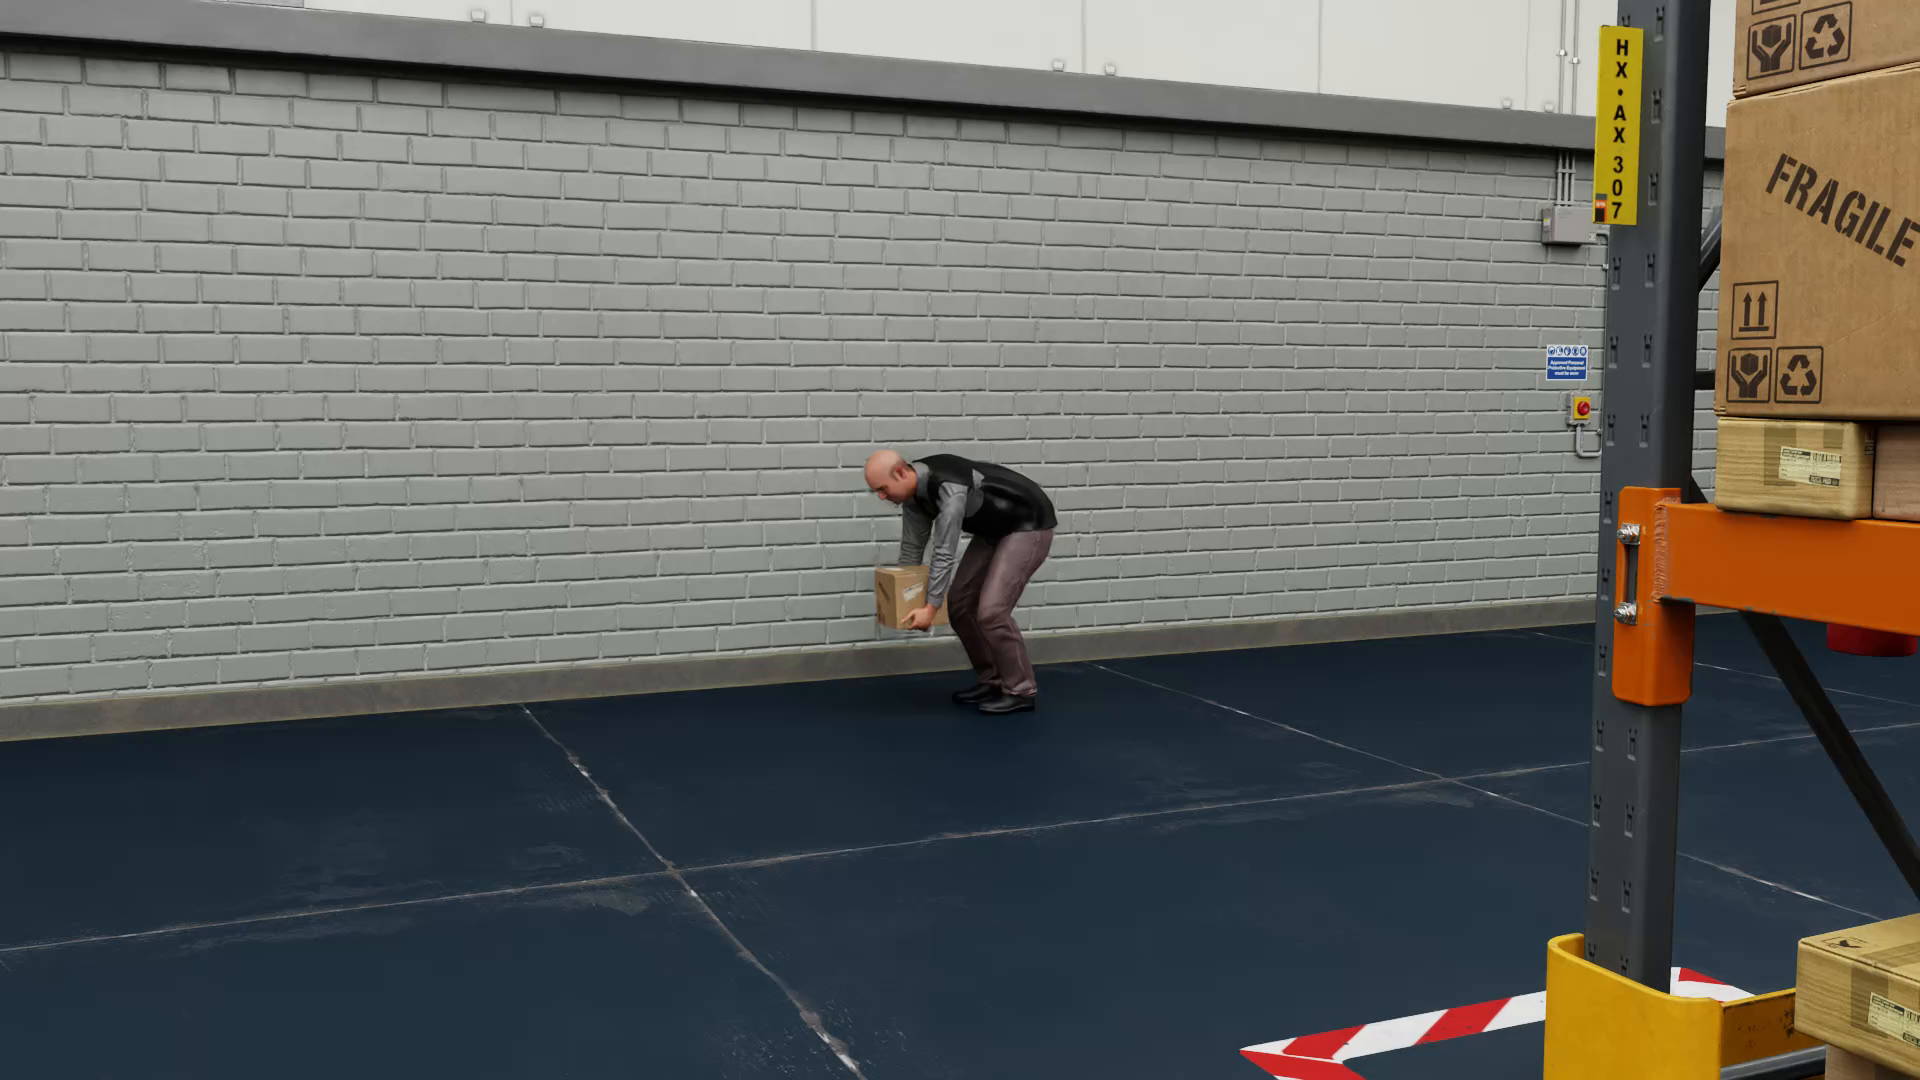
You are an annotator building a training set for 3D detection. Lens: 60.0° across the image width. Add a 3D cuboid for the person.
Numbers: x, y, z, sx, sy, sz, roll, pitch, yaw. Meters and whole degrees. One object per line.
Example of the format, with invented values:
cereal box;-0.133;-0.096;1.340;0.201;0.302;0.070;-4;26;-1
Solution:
person;-0.008;0.187;7.648;0.926;1.208;0.478;-3;6;-26
